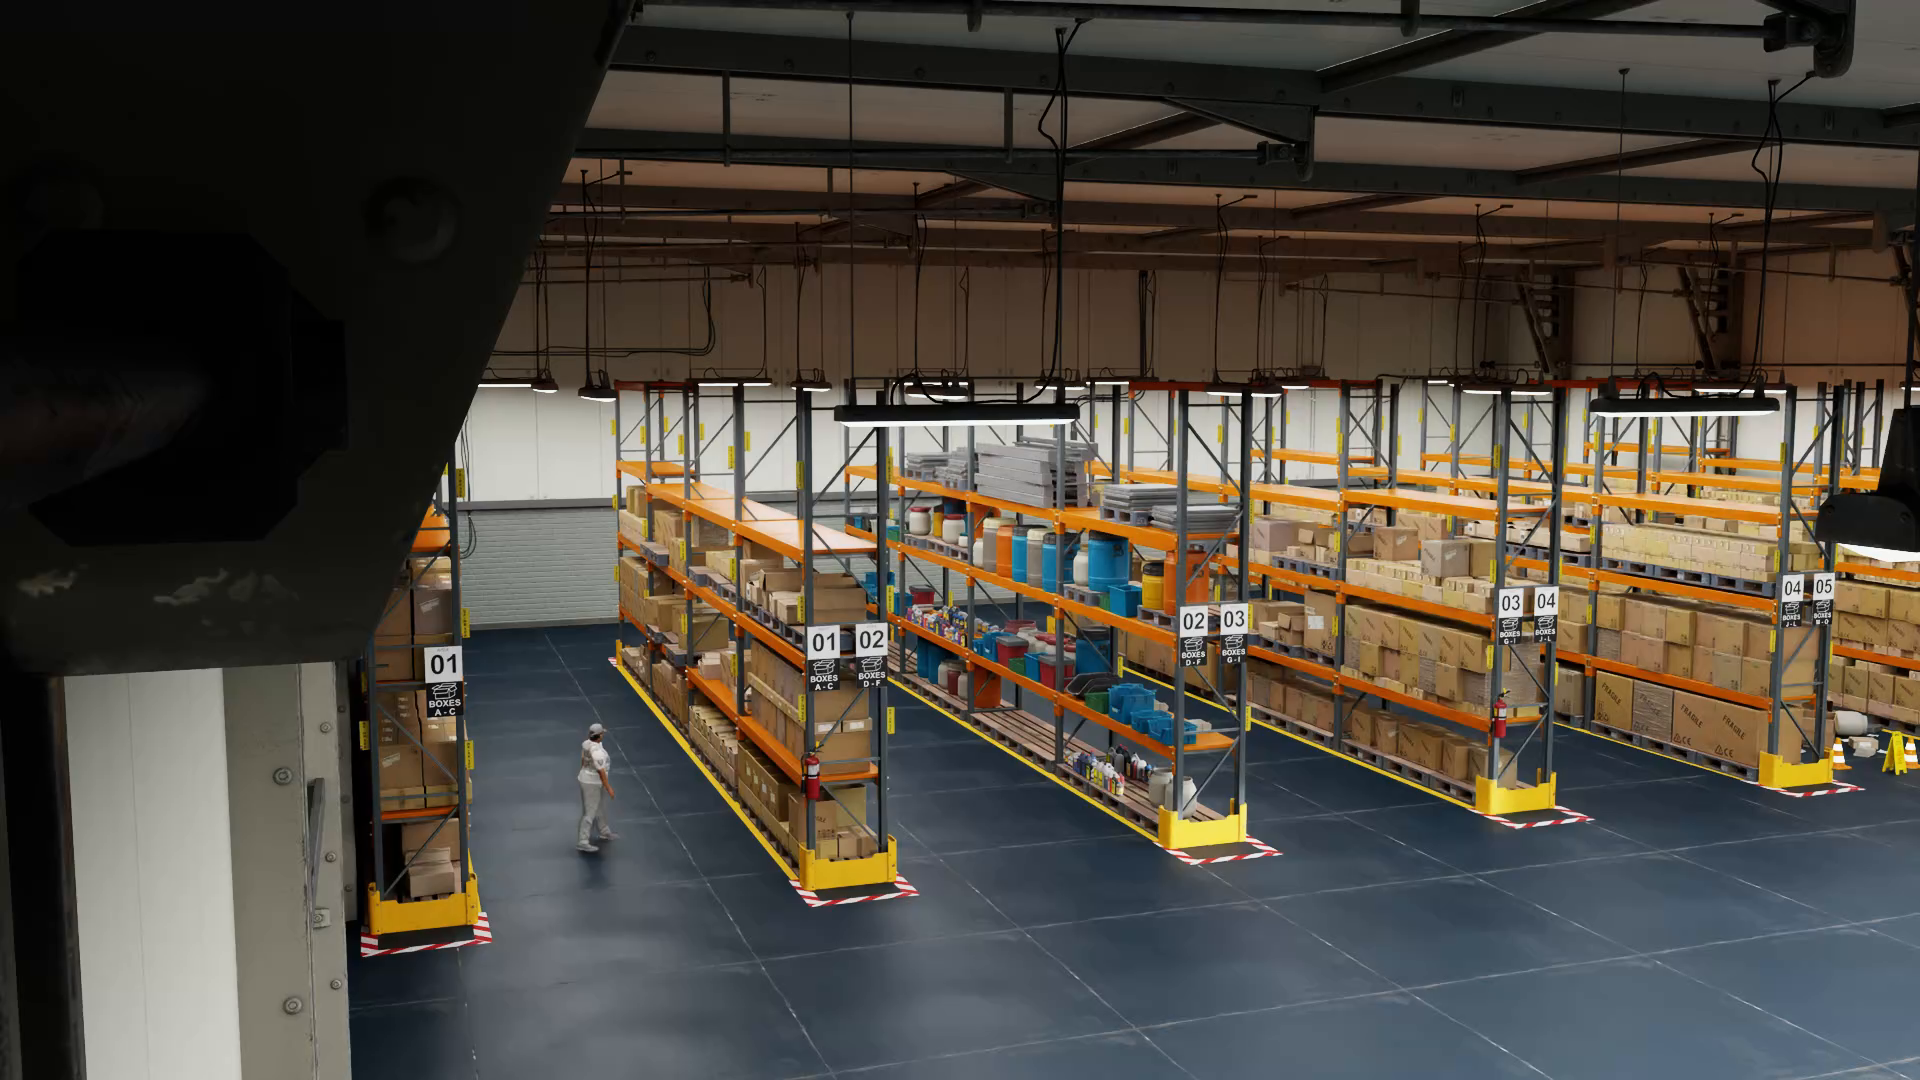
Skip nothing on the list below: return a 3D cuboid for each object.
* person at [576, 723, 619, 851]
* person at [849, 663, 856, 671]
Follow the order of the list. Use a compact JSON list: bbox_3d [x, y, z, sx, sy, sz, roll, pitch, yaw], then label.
[{"bbox_3d":[-4.770,3.209,21.843,0.605,1.666,0.684,-2,6,-18],"label":"person"},{"bbox_3d":[-2.091,1.974,33.506,0.558,1.608,1.016,0,6,-4],"label":"person"}]
